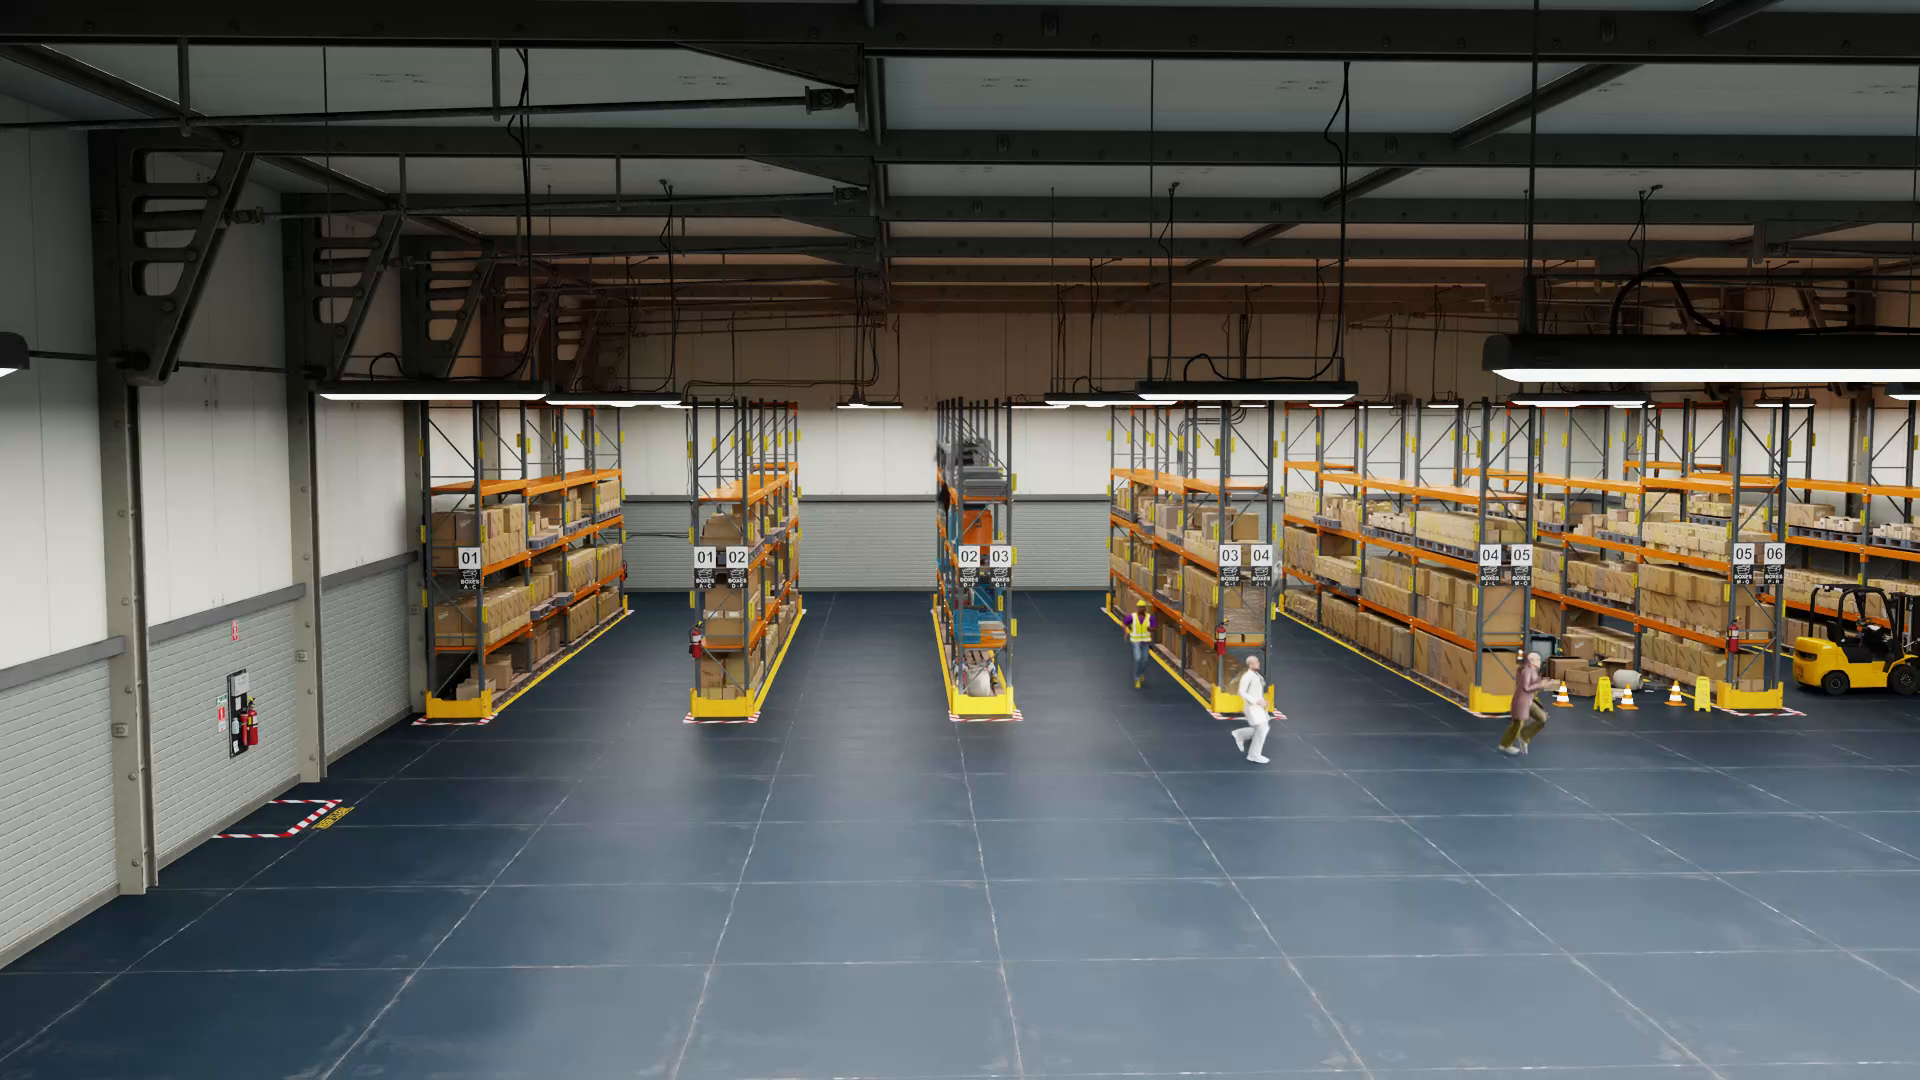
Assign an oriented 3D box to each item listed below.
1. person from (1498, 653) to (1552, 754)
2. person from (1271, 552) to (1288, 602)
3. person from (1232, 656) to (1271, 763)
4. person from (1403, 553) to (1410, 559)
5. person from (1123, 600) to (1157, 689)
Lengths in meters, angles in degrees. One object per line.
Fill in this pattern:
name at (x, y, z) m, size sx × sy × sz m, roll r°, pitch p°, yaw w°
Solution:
person at (9.374, 2.709, 27.574) m, size 0.895 × 1.727 × 0.673 m, roll 4°, pitch 6°, yaw 40°
person at (9.477, 1.155, 48.958) m, size 0.736 × 1.648 × 0.790 m, roll -1°, pitch 4°, yaw -10°
person at (4.755, 2.763, 27.244) m, size 0.652 × 1.739 × 0.712 m, roll 2°, pitch 5°, yaw 27°
person at (13.105, 1.090, 49.165) m, size 0.645 × 1.650 × 0.550 m, roll 0°, pitch 4°, yaw -6°
person at (3.767, 2.162, 34.663) m, size 0.674 × 1.828 × 0.782 m, roll 0°, pitch 4°, yaw -6°
